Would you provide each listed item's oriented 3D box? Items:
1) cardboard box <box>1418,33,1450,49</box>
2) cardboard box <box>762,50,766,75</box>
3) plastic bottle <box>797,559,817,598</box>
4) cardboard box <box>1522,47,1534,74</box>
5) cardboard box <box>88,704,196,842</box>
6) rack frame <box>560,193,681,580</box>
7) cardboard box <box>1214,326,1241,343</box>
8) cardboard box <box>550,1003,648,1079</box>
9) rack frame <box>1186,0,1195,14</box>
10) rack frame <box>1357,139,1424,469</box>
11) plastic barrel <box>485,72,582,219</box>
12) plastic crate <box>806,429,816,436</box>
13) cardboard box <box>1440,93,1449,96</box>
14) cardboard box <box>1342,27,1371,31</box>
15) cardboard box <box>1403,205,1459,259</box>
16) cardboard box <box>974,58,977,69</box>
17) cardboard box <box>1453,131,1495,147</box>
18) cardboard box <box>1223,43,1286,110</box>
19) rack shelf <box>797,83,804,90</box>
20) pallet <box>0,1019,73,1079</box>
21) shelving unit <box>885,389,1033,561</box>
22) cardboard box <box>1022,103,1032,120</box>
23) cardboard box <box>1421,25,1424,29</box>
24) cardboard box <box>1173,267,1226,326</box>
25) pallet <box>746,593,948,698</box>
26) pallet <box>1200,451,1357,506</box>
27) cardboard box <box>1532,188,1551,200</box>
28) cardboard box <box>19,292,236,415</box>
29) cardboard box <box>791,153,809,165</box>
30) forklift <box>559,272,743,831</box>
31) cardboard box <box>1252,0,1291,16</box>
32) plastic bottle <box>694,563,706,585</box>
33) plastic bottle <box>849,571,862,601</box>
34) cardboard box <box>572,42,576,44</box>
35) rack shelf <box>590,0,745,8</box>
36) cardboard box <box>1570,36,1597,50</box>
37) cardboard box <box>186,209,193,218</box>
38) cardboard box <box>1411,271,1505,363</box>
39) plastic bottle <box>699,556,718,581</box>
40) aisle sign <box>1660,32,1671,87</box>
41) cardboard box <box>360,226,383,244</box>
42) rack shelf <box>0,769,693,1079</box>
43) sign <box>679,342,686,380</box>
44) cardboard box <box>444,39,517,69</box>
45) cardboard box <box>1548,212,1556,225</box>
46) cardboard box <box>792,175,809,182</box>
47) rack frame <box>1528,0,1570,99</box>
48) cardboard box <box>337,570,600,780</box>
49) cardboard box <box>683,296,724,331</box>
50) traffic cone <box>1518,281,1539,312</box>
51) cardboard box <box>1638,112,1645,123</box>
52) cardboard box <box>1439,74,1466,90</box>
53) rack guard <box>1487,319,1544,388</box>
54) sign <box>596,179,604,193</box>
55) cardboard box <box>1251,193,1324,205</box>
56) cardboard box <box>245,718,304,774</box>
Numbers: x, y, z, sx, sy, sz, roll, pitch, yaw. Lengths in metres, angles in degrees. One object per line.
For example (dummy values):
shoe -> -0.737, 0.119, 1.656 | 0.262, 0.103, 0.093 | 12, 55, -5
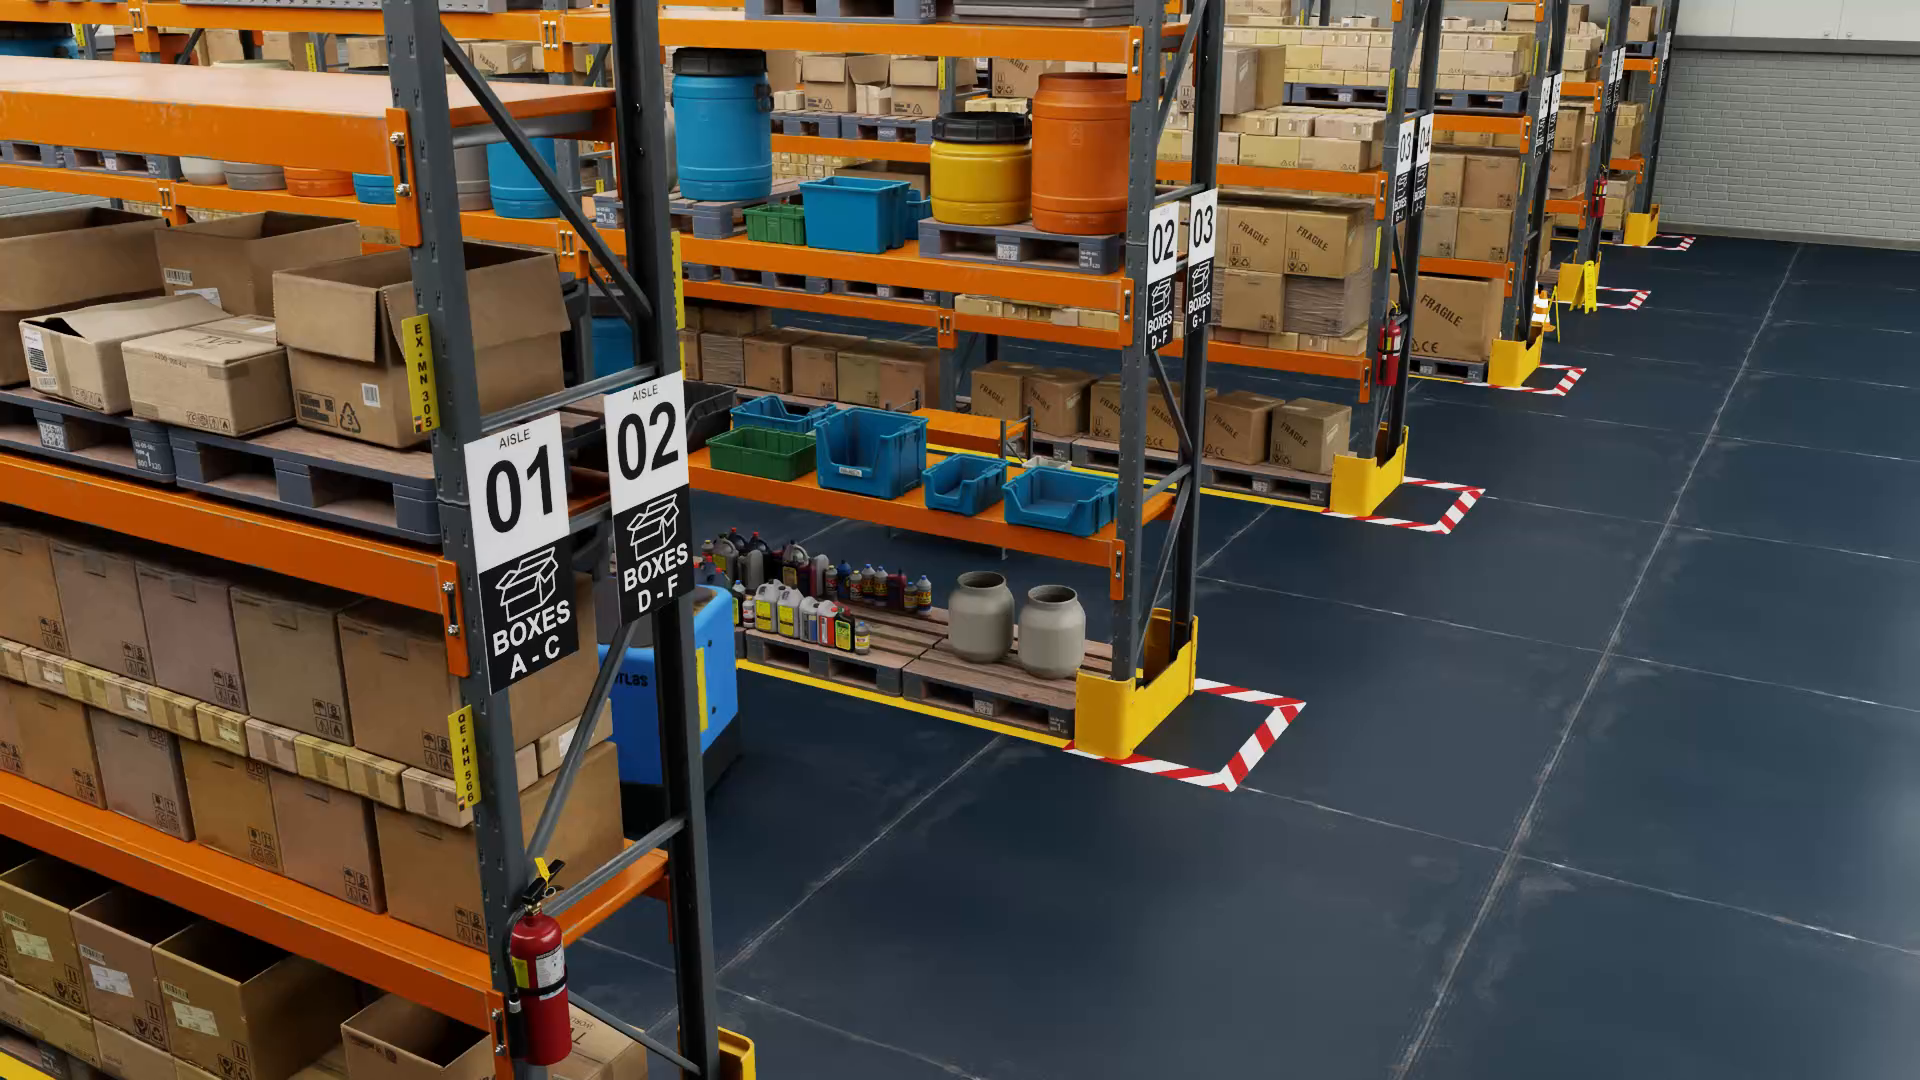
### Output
cardboard box -> 4.981, -5.238, 17.444 | 0.250, 0.149, 0.380 | 11, 23, 28
cardboard box -> -2.215, -4.485, 16.053 | 0.500, 0.500, 0.500 | 10, 22, 26
plastic bottle -> -1.066, 0.262, 11.583 | 0.133, 0.283, 0.061 | 11, 23, 27
cardboard box -> 5.812, -5.125, 17.717 | 0.500, 0.250, 0.500 | 11, 23, 27
cardboard box -> -2.988, 0.779, 6.673 | 0.500, 0.500, 0.700 | 12, 23, 29
rack frame -> -2.307, -0.975, 11.655 | 0.127, 3.000, 1.000 | 11, 23, 27
cardboard box -> 2.381, -1.821, 14.354 | 0.250, 0.149, 0.380 | 11, 23, 27
cardboard box -> -1.593, 2.104, 6.584 | 0.500, 0.250, 0.500 | 11, 23, 27
rack frame -> 3.867, -10.364, 28.739 | 0.127, 3.000, 1.000 | 11, 23, 27
rack frame -> 3.601, -1.785, 13.886 | 0.127, 3.000, 1.000 | 11, 23, 27
plastic barrel -> -2.856, -2.641, 11.113 | 0.708, 0.901, 0.600 | 11, 23, 27
plastic crate -> -0.766, -0.657, 11.164 | 0.437, 0.136, 0.530 | 11, 23, 27
cardboard box -> 7.984, -7.353, 27.703 | 0.250, 0.149, 0.380 | 10, 22, 26
cardboard box -> 4.417, -5.603, 18.449 | 0.250, 0.149, 0.380 | 11, 23, 28
cardboard box -> 5.271, -3.448, 18.252 | 0.550, 0.550, 0.875 | 11, 23, 27
cardboard box -> 0.086, -5.890, 20.262 | 0.500, 0.250, 0.500 | 11, 23, 29
cardboard box -> 6.948, -5.552, 22.224 | 0.500, 0.500, 0.700 | 10, 22, 27
cardboard box -> 2.437, -3.944, 14.124 | 0.500, 0.500, 0.500 | 11, 23, 27
rack shelf -> -2.622, -5.979, 22.106 | 4.000, 0.370, 1.077 | 11, 23, 27
pallet -> -4.052, 1.954, 7.668 | 1.213, 0.211, 1.003 | 11, 23, 27
shelving unit -> -0.006, -0.530, 13.176 | 1.048, 1.125, 0.538 | 11, 23, 27
cardboard box -> 0.735, -3.755, 14.556 | 0.250, 0.149, 0.380 | 11, 23, 28
cardboard box -> 7.603, -8.250, 26.916 | 0.250, 0.149, 0.380 | 11, 23, 28
cardboard box -> 2.224, -2.215, 14.489 | 0.500, 0.500, 0.875 | 11, 23, 27
pallet -> -0.671, 0.662, 11.230 | 1.213, 0.211, 1.003 | 11, 23, 27
pallet -> 2.843, -0.632, 14.798 | 1.213, 0.211, 1.003 | 11, 23, 27
cardboard box -> 7.728, -4.624, 22.083 | 0.250, 0.149, 0.380 | 10, 22, 27
cardboard box -> -2.853, -0.673, 5.733 | 0.500, 0.311, 0.500 | 14, 24, 34
cardboard box -> -1.974, -4.965, 21.533 | 0.250, 0.149, 0.380 | 12, 23, 29
forklift -> -2.853, -0.061, 9.236 | 3.031, 2.935, 1.130 | 5, 20, 13
cardboard box -> 5.269, -8.883, 28.146 | 0.500, 0.500, 0.500 | 11, 23, 29
plastic bottle -> -1.804, 0.321, 11.321 | 0.185, 0.351, 0.144 | 11, 23, 29
plastic bottle -> -0.718, 0.314, 11.559 | 0.097, 0.201, 0.097 | 0, 20, 0
cardboard box -> -5.344, -6.906, 23.092 | 0.500, 0.250, 0.500 | 10, 22, 25
rack shelf -> -1.637, -5.076, 15.805 | 4.000, 0.370, 1.077 | 11, 23, 27
cardboard box -> 7.995, -6.370, 21.327 | 0.250, 0.149, 0.380 | 11, 23, 28
cardboard box -> -9.320, -4.000, 20.361 | 0.250, 0.149, 0.380 | 10, 22, 26
cardboard box -> 5.484, -2.536, 18.458 | 0.875, 0.875, 0.875 | 11, 23, 28
plastic bottle -> -1.734, 0.278, 11.440 | 0.185, 0.351, 0.144 | 11, 23, 27
aisle sign -> 10.765, -7.337, 25.380 | 0.004, 0.787, 0.394 | 11, 23, 27
cardboard box -> -6.596, -3.676, 18.955 | 0.500, 0.500, 0.500 | 11, 23, 27
rack shelf -> -2.980, 1.169, 6.798 | 4.000, 0.370, 1.077 | 11, 23, 27
sign -> -2.029, -1.267, 12.054 | 0.005, 0.325, 0.100 | 11, 23, 27
cardboard box -> -5.177, -5.105, 17.872 | 0.637, 0.503, 0.797 | 10, 22, 27
cardboard box -> 9.425, -5.274, 26.921 | 0.500, 0.250, 0.500 | 11, 23, 28
cardboard box -> -1.972, -4.684, 21.631 | 0.250, 0.149, 0.380 | 11, 23, 28
rack frame -> 6.108, -6.065, 16.888 | 0.127, 3.000, 1.000 | 11, 23, 27
cardboard box -> -1.681, 0.417, 5.768 | 0.500, 0.500, 0.700 | 11, 23, 27
cardboard box -> -2.784, -2.397, 17.495 | 0.500, 0.250, 0.500 | 12, 23, 29
traffic cone -> 7.429, -3.230, 21.590 | 0.334, 0.463, 0.336 | 11, 23, 27
cardboard box -> 10.682, -6.699, 26.335 | 0.250, 0.149, 0.380 | 10, 22, 26
cardboard box -> 5.208, -4.820, 17.461 | 0.250, 0.149, 0.380 | 11, 23, 28
rack guard -> 6.129, -2.065, 18.326 | 0.348, 0.500, 1.175 | 11, 23, 27
sign -> -3.651, -3.494, 16.899 | 0.005, 0.325, 0.100 | 11, 23, 27
cardboard box -> 2.821, -2.699, 14.359 | 0.500, 0.500, 0.500 | 11, 23, 27
cardboard box -> -2.331, 0.677, 6.002 | 0.250, 0.149, 0.380 | 11, 23, 28
